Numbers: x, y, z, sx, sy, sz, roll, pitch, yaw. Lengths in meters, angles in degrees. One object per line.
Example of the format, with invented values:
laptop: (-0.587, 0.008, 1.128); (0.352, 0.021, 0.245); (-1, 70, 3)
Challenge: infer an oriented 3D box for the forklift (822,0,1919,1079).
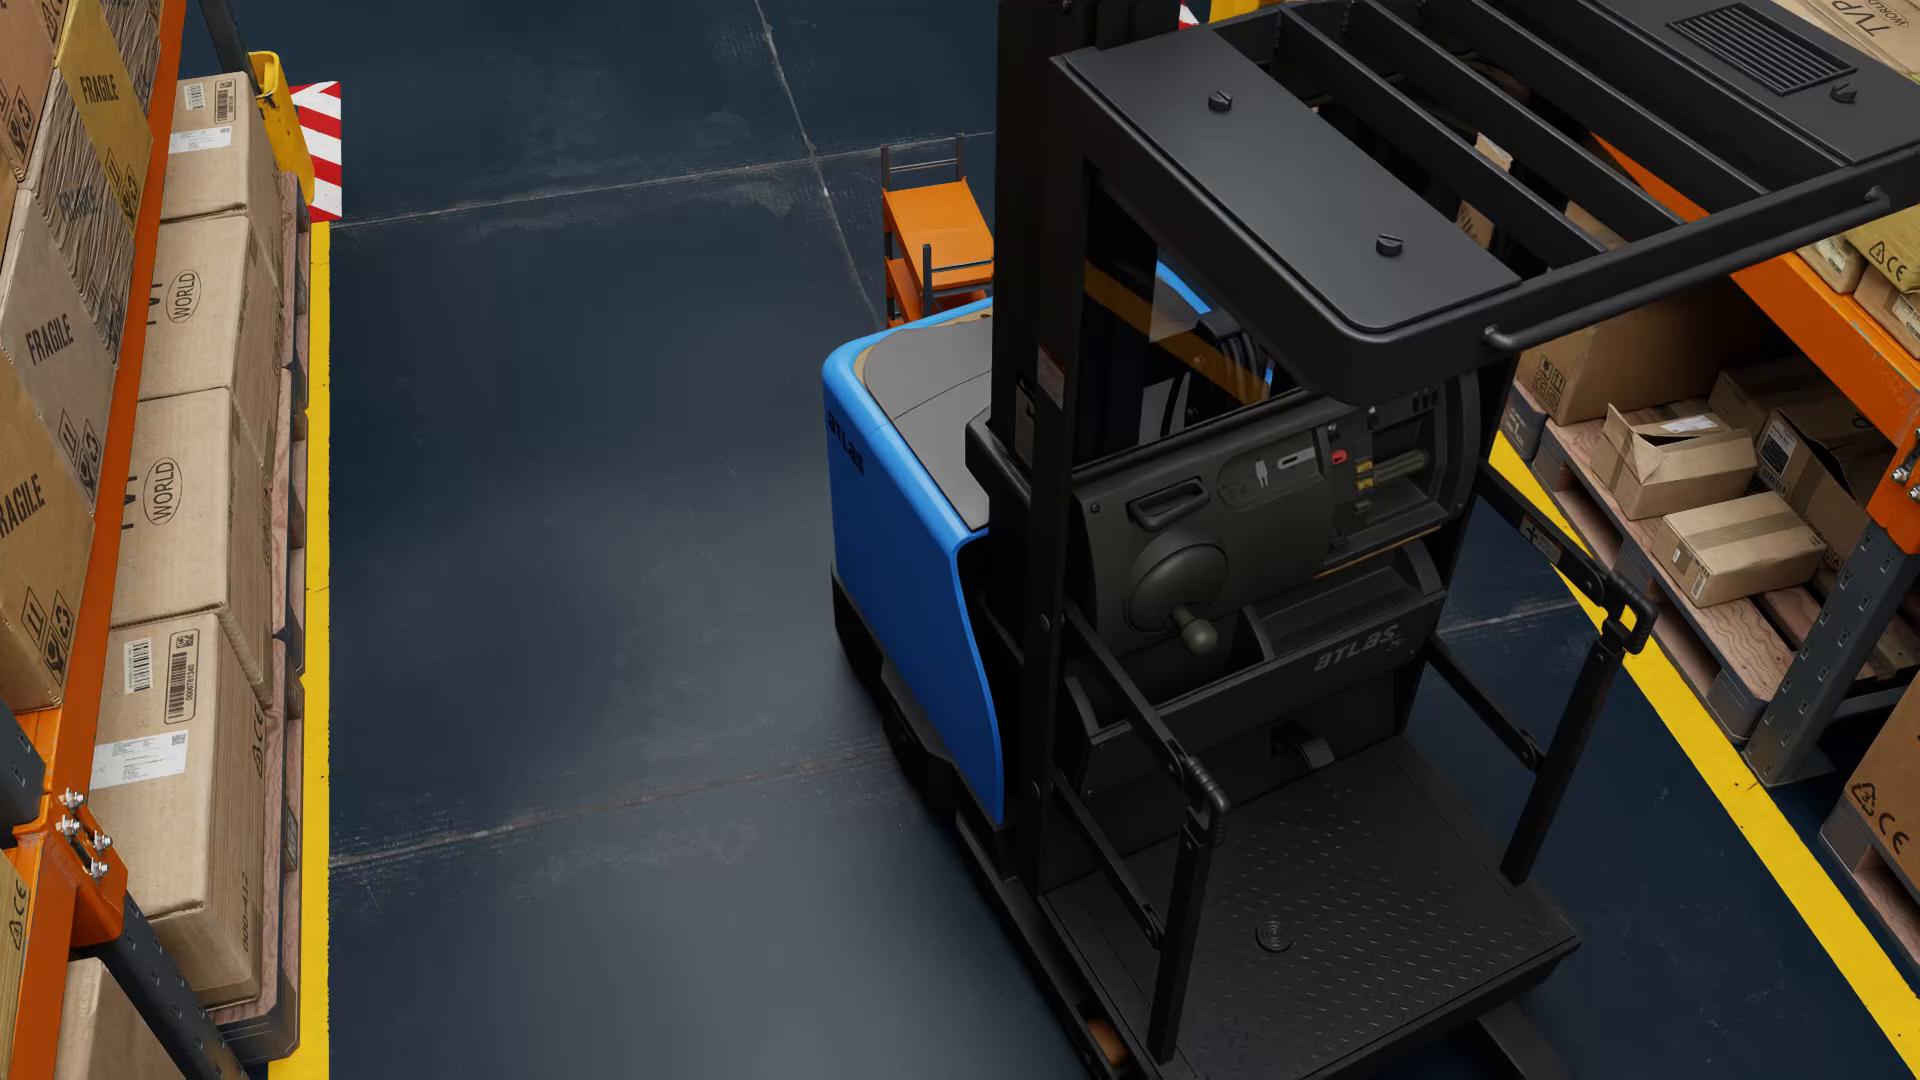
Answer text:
forklift: (0.754, 0.020, 3.178); (1.130, 2.935, 3.031); (-20, 49, -19)

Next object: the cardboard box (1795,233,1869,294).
cardboard box: (2.269, -0.757, 4.068); (0.380, 0.149, 0.250); (-10, 46, -9)

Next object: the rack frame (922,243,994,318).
rack frame: (0.020, -0.366, 4.768); (0.240, 1.200, 0.015); (-11, 47, -10)

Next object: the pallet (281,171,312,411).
pallet: (-2.859, -0.833, 5.919); (1.003, 0.211, 1.213); (-11, 47, -10)

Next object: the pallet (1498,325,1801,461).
pallet: (2.191, -0.838, 5.923); (1.003, 0.211, 1.213); (-11, 47, -10)

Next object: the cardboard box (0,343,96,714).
cardboard box: (-1.982, 0.008, 3.072); (0.500, 0.500, 0.500); (-9, 46, -9)

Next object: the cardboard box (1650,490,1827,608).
cardboard box: (2.256, 0.024, 4.828); (0.380, 0.149, 0.250); (-12, 47, -12)

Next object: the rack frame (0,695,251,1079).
rack frame: (-2.112, 0.414, 2.744); (0.949, 2.616, 0.053); (-11, 47, -10)

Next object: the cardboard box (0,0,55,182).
cardboard box: (-2.246, -1.049, 3.408); (0.500, 0.500, 0.500); (-10, 46, -10)

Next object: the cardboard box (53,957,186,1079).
cardboard box: (-1.879, 1.425, 2.947); (0.875, 0.875, 0.875); (-9, 46, -9)

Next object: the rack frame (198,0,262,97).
rack frame: (-3.139, -2.347, 5.450); (1.000, 3.000, 0.127); (-11, 47, -10)

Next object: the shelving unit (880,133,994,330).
shelving unit: (-0.042, -0.534, 4.933); (0.258, 1.200, 0.503); (-11, 47, -10)

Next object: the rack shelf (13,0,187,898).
rack shelf: (-2.627, -0.714, 4.354); (1.077, 0.370, 4.000); (-11, 47, -10)

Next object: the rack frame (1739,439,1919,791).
rack frame: (2.682, -0.496, 3.635); (1.000, 3.000, 0.127); (-11, 47, -10)

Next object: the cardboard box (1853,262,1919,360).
cardboard box: (2.356, -0.582, 3.896); (0.380, 0.149, 0.250); (-10, 46, -10)

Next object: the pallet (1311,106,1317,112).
pallet: (1.883, -1.678, 6.747); (1.003, 0.211, 1.213); (-11, 47, -10)

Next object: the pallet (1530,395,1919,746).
pallet: (2.507, 0.006, 5.096); (1.003, 0.211, 1.213); (-11, 47, -10)

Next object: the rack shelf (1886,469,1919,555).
rack shelf: (3.194, 1.137, 2.539); (1.077, 0.370, 4.000); (-11, 47, -10)

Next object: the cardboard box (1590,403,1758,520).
cardboard box: (2.164, -0.263, 5.028); (0.396, 0.266, 0.258); (-9, 46, -9)

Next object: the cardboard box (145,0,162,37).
cardboard box: (-2.646, -1.748, 4.793); (0.500, 0.500, 0.500); (-12, 47, -11)

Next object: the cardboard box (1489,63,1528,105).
cardboard box: (1.904, -1.492, 6.068); (0.700, 0.500, 0.500); (-9, 46, -9)

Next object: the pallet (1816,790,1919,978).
pallet: (2.927, 1.035, 4.088); (1.003, 0.211, 1.213); (-11, 47, -10)

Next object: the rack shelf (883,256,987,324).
rack shelf: (-0.042, -0.644, 4.822); (0.258, 0.148, 0.480); (-11, 47, -10)

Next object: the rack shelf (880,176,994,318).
rack shelf: (-0.042, -0.809, 4.653); (0.258, 0.148, 0.480); (-11, 47, -10)

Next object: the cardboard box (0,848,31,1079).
cardboard box: (-1.757, 0.731, 2.539); (0.500, 0.250, 0.500); (-12, 47, -11)

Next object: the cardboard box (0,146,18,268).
cardboard box: (-2.126, -0.693, 3.059); (0.500, 0.500, 0.500); (-11, 47, -11)

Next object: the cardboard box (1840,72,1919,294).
cardboard box: (2.316, -0.854, 3.884); (0.500, 0.250, 0.500); (-10, 46, -9)

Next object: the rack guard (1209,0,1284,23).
rack guard: (1.678, -2.330, 7.183); (1.175, 0.500, 0.348); (-11, 47, -10)

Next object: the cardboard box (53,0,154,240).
cardboard box: (-2.360, -1.041, 4.100); (0.500, 0.500, 0.500); (-9, 46, -9)

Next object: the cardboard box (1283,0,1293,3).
cardboard box: (1.723, -2.091, 6.653); (0.797, 0.503, 0.637); (-12, 47, -12)

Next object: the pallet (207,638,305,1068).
pallet: (-2.234, 0.851, 4.268); (1.003, 0.211, 1.213); (-11, 47, -10)

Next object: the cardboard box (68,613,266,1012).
cardboard box: (-2.172, 0.711, 3.953); (0.875, 0.438, 0.875); (-11, 47, -11)

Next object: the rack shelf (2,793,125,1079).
rack shelf: (-1.603, 2.047, 1.647); (1.077, 0.370, 4.000); (-11, 47, -10)

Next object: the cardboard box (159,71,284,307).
cardboard box: (-2.874, -1.160, 5.786); (0.875, 0.438, 0.875); (-12, 47, -12)

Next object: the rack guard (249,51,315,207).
rack guard: (-3.145, -1.489, 6.359); (1.175, 0.500, 0.348); (-11, 47, -10)

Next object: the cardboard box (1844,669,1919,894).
cardboard box: (2.588, 0.607, 4.011); (0.500, 0.500, 0.500); (-9, 46, -9)

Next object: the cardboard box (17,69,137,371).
cardboard box: (-2.228, -0.685, 3.751); (0.500, 0.500, 0.500); (-10, 47, -10)

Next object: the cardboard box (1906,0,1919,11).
cardboard box: (2.681, -1.283, 4.304); (0.500, 0.250, 0.500); (-11, 47, -11)

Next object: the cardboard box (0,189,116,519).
cardboard box: (-2.107, -0.340, 3.413); (0.500, 0.500, 0.500); (-10, 47, -10)

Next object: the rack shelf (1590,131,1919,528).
rack shelf: (2.170, -1.625, 5.246); (1.077, 0.370, 4.000); (-11, 47, -10)

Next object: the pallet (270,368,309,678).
pallet: (-2.550, 0.007, 5.095); (1.003, 0.211, 1.213); (-11, 47, -10)

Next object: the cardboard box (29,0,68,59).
cardboard box: (-2.373, -1.398, 3.749); (0.500, 0.500, 0.500); (-11, 47, -11)

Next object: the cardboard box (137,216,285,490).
cardboard box: (-2.631, -0.530, 5.169); (0.875, 0.438, 0.875); (-10, 46, -9)

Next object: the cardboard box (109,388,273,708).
cardboard box: (-2.402, 0.093, 4.558); (0.875, 0.438, 0.875); (-12, 47, -11)

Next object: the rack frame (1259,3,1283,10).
rack frame: (1.658, -3.257, 6.342); (1.000, 3.000, 0.127); (-11, 47, -10)

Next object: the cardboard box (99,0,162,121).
cardboard box: (-2.505, -1.395, 4.447); (0.500, 0.500, 0.500); (-9, 46, -9)

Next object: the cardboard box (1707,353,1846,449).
cardboard box: (2.630, -0.443, 5.286); (0.380, 0.149, 0.250); (-11, 47, -11)

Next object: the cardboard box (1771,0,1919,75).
cardboard box: (2.173, -1.197, 4.220); (0.500, 0.250, 0.500); (-11, 47, -10)

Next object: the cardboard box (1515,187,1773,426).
cardboard box: (2.170, -0.776, 5.366); (0.700, 0.500, 0.500); (-12, 47, -12)

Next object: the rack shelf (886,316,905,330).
rack shelf: (-0.042, -0.487, 4.982); (0.258, 0.148, 0.480); (-11, 47, -10)

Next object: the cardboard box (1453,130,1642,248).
cardboard box: (1.943, -1.109, 5.693); (0.500, 0.500, 0.500); (-10, 46, -10)

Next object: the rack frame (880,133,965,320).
rack frame: (-0.105, -0.703, 5.099); (0.240, 1.200, 0.015); (-11, 47, -10)

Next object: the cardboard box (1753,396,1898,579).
cardboard box: (2.741, -0.201, 4.935); (0.500, 0.311, 0.500); (-9, 46, -9)
